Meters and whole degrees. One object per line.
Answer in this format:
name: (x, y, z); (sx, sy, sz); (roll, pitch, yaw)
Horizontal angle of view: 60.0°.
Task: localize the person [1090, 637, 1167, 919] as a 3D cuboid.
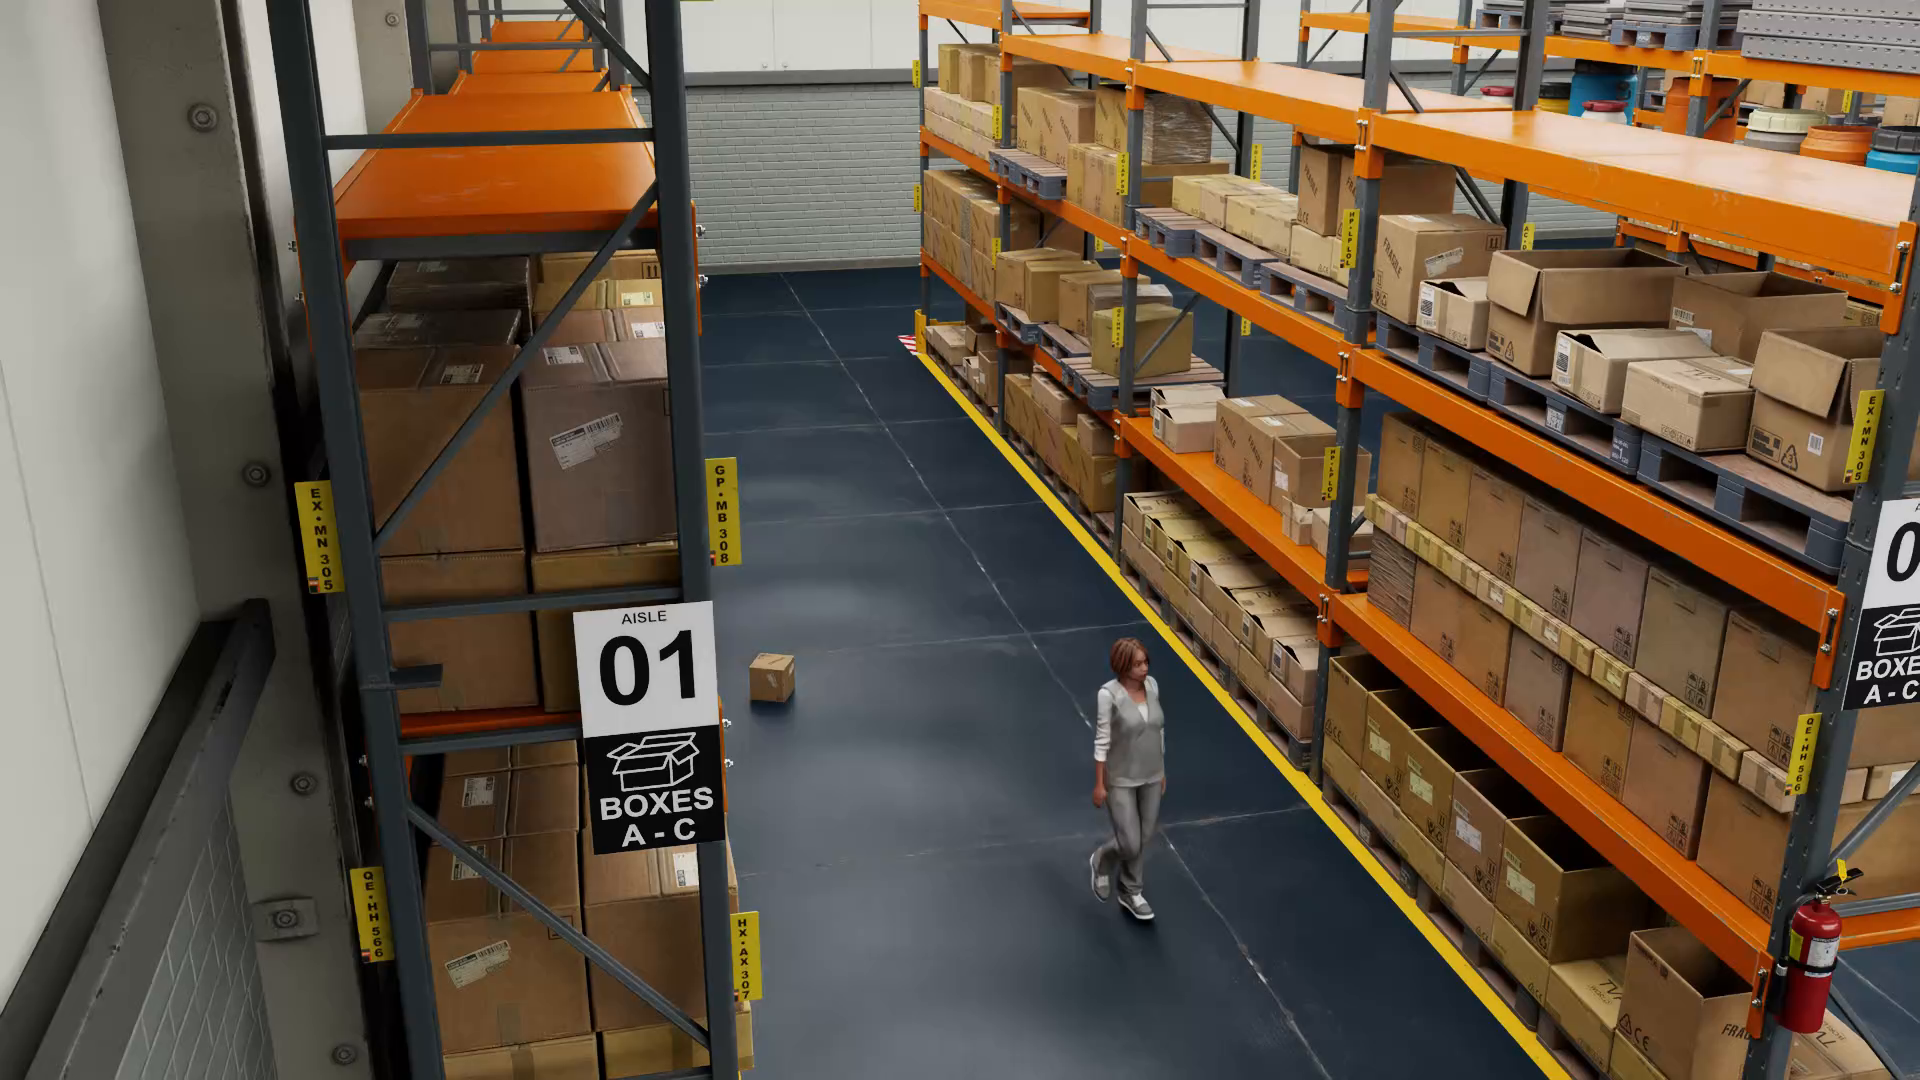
person: (0.908, 1.263, 8.782); (0.435, 1.590, 0.446); (-11, 23, -28)
